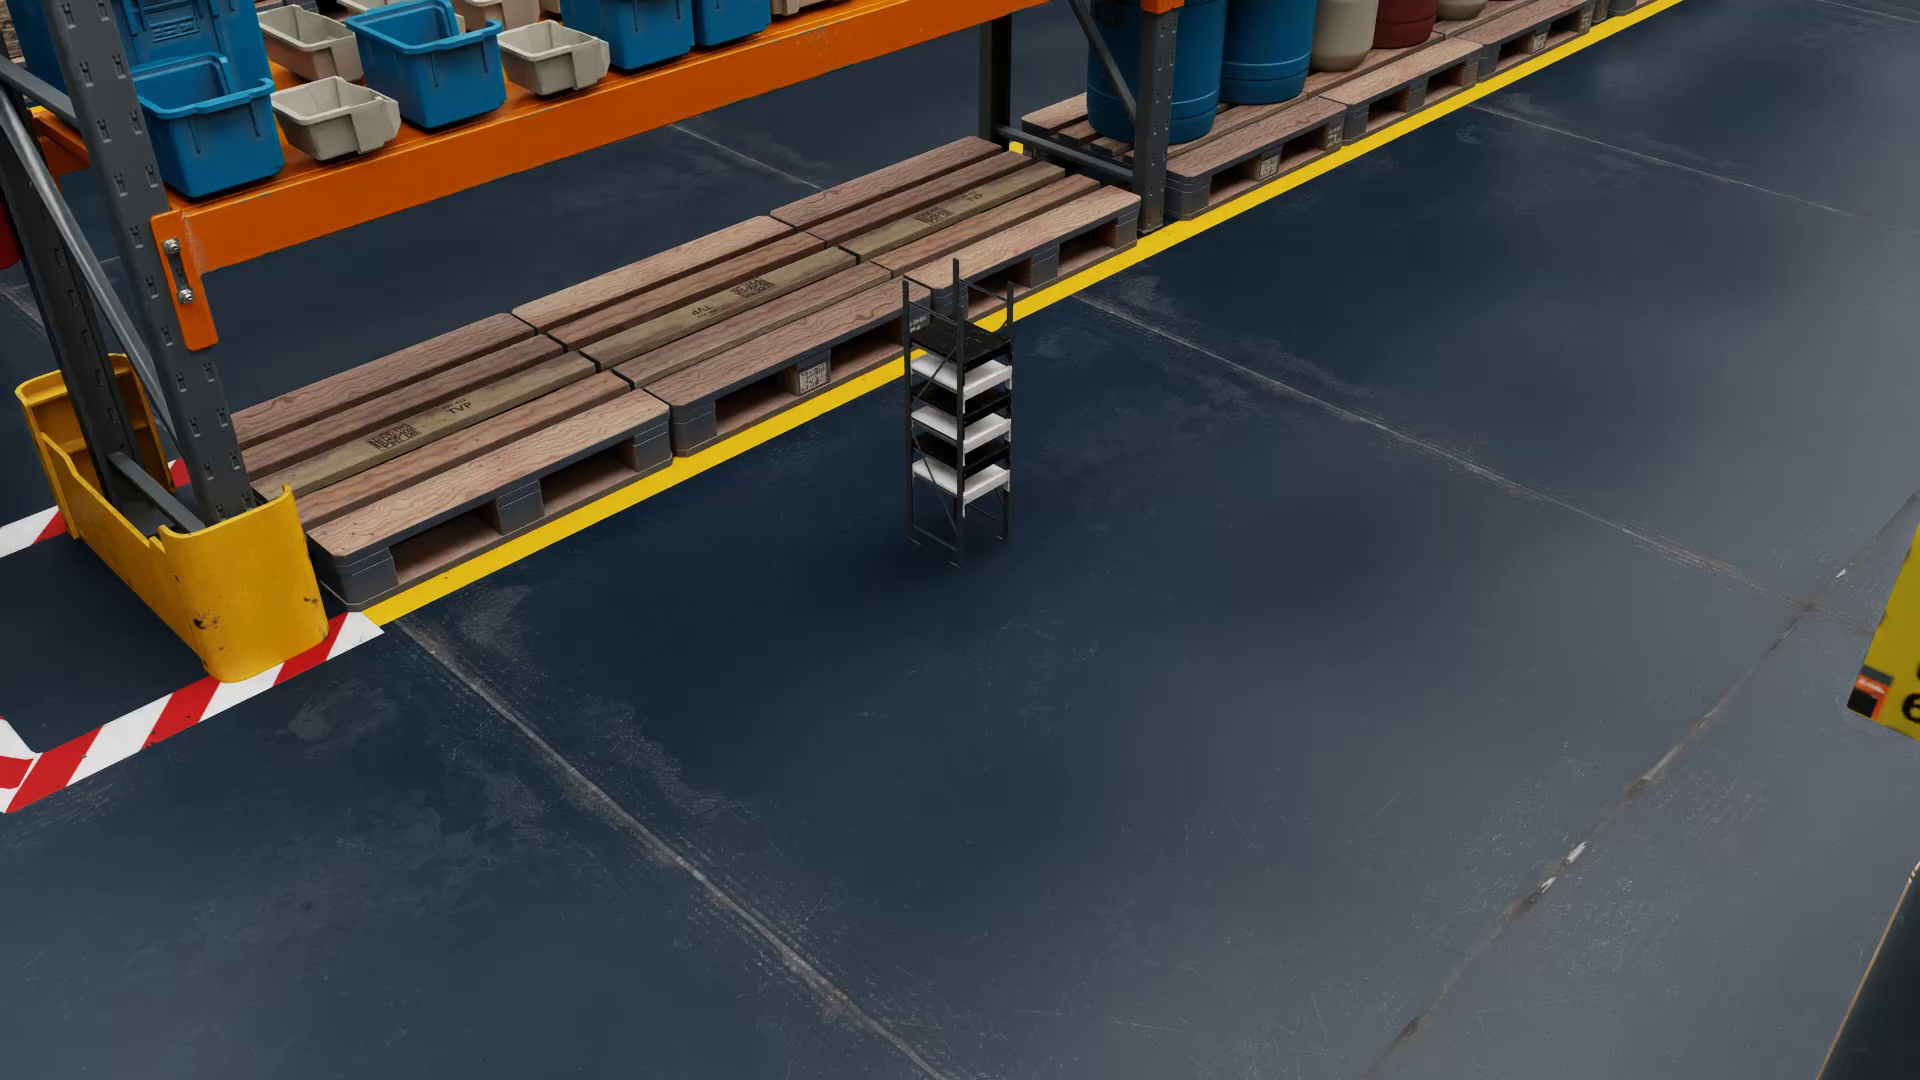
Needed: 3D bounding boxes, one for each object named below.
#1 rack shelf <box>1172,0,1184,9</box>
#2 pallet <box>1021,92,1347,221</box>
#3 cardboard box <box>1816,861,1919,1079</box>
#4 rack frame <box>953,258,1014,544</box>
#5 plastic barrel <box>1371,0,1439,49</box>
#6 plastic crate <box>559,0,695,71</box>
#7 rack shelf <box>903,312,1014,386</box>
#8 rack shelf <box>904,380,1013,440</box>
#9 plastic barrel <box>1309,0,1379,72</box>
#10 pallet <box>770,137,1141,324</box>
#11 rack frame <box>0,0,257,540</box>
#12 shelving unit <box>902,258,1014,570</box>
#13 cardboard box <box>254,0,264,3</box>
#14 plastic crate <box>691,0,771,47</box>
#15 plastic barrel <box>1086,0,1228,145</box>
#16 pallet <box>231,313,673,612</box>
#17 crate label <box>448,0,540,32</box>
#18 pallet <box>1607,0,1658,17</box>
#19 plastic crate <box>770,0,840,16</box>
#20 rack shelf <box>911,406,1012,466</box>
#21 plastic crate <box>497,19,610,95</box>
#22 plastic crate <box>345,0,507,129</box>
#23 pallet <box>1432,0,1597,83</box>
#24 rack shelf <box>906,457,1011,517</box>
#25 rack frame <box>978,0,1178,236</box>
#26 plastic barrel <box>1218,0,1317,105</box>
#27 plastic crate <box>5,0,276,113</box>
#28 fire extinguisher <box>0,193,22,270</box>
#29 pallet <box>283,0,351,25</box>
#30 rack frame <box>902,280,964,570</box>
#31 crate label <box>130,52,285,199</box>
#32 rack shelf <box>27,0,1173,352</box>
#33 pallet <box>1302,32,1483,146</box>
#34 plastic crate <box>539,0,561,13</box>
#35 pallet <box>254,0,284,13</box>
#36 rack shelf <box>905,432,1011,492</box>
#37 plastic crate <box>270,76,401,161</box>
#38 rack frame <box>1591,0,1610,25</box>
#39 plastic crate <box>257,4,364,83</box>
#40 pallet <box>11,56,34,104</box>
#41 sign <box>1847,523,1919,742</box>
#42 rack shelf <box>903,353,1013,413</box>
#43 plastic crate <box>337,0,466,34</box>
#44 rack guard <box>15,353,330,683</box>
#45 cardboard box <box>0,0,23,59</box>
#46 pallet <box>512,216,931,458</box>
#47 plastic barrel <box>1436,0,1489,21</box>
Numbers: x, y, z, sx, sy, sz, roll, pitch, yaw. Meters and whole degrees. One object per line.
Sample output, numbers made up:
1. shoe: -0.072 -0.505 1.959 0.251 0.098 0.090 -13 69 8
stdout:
1. rack shelf: 1.887 -3.273 7.949 1.077 0.370 4.000 30 45 35
2. pallet: 1.051 -1.909 7.802 1.003 0.211 1.213 30 45 35
3. cardboard box: 1.294 0.533 1.776 0.500 0.500 0.500 -28 44 -34
4. rack frame: 0.066 -0.407 5.047 0.240 0.900 0.006 30 45 35
5. plastic barrel: 2.168 -2.899 8.526 0.600 0.588 0.708 30 45 35
6. plastic crate: -1.005 -1.590 5.002 0.416 0.233 0.300 30 45 35
7. rack shelf: -0.006 -0.560 4.852 0.258 0.077 0.200 30 45 35
8. rack shelf: -0.006 -0.412 4.955 0.258 0.077 0.200 30 45 35
9. plastic barrel: 1.833 -2.602 8.167 0.421 0.512 0.421 0 35 0
10. pallet: -0.013 -1.298 6.927 1.003 0.211 1.213 30 45 35
11. rack frame: -2.341 -1.132 4.251 1.000 3.000 0.127 30 45 35
12. shelving unit: -0.006 -0.366 4.988 0.258 0.900 0.210 30 45 35
13. cardboard box: -4.193 -3.452 9.068 0.875 0.875 0.875 30 45 35
14. plastic crate: -0.794 -1.712 5.177 0.416 0.233 0.300 30 45 35
15. plastic barrel: 0.873 -2.282 7.366 0.600 0.901 0.708 30 45 35
16. pallet: -1.732 -0.308 5.507 1.003 0.211 1.213 30 45 35
17. crate label: -1.501 -1.687 5.225 0.396 0.136 0.243 30 45 35
18. pallet: 3.869 -3.535 10.134 1.003 0.211 1.213 30 45 35
19. plastic crate: -0.536 -1.844 5.451 0.293 0.136 0.466 30 45 35
20. rack shelf: -0.006 -0.338 5.007 0.258 0.077 0.200 30 45 35
21. plastic crate: -1.170 -1.388 4.797 0.250 0.136 0.298 30 45 35
22. plastic crate: -1.469 -1.323 4.619 0.416 0.233 0.300 30 45 35
23. pallet: 2.770 -2.899 9.223 1.003 0.211 1.213 30 45 35
24. rack shelf: -0.006 -0.191 5.110 0.258 0.077 0.200 30 45 35
25. rack frame: 0.478 -2.756 6.580 1.000 3.000 0.127 30 45 35
26. plastic barrel: 1.372 -2.569 7.779 0.600 0.901 0.708 30 45 35
27. plastic crate: -2.237 -1.383 4.527 0.616 0.435 0.499 30 45 35
28. fire extinguisher: -2.769 -1.069 4.555 0.296 0.674 0.183 30 45 35
29. pallet: -3.629 -3.331 9.842 1.003 0.211 1.213 30 45 35
30. rack frame: -0.077 -0.325 4.929 0.240 0.900 0.006 30 45 35
31. crate label: -1.933 -1.056 4.235 0.416 0.233 0.303 30 45 35
32. rack shelf: -0.932 -1.649 5.621 1.077 0.370 4.000 30 45 35
33. pallet: 1.910 -2.406 8.516 1.003 0.211 1.213 30 45 35
34. plastic crate: -1.306 -1.815 5.408 0.298 0.136 0.250 30 45 35
35. pallet: -4.488 -2.834 9.129 1.003 0.211 1.213 30 45 35
36. rack shelf: -0.006 -0.265 5.058 0.258 0.077 0.200 30 45 35
37. plastic crate: -1.648 -1.113 4.402 0.250 0.136 0.298 30 45 35
38. rack frame: 3.296 -4.380 8.908 1.000 3.000 0.127 30 45 35
39. plastic crate: -1.895 -1.453 4.889 0.396 0.136 0.243 30 45 35
40. pallet: -5.348 -2.341 8.422 1.003 0.211 1.213 30 45 35
41. sign: 0.792 0.029 1.297 0.100 0.325 0.005 30 45 35
42. rack shelf: -0.006 -0.486 4.904 0.258 0.077 0.200 30 45 35
43. plastic crate: -1.680 -1.565 5.049 0.396 0.136 0.243 30 45 35
44. rack guard: -2.348 -0.092 4.945 1.175 0.500 0.348 30 45 35
45. cardboard box: -4.820 -3.091 8.550 0.875 0.875 0.875 30 45 35
46. pallet: -0.873 -0.800 6.213 1.003 0.211 1.213 30 45 35
47. plastic barrel: 2.629 -3.061 8.824 0.421 0.512 0.421 0 35 0
